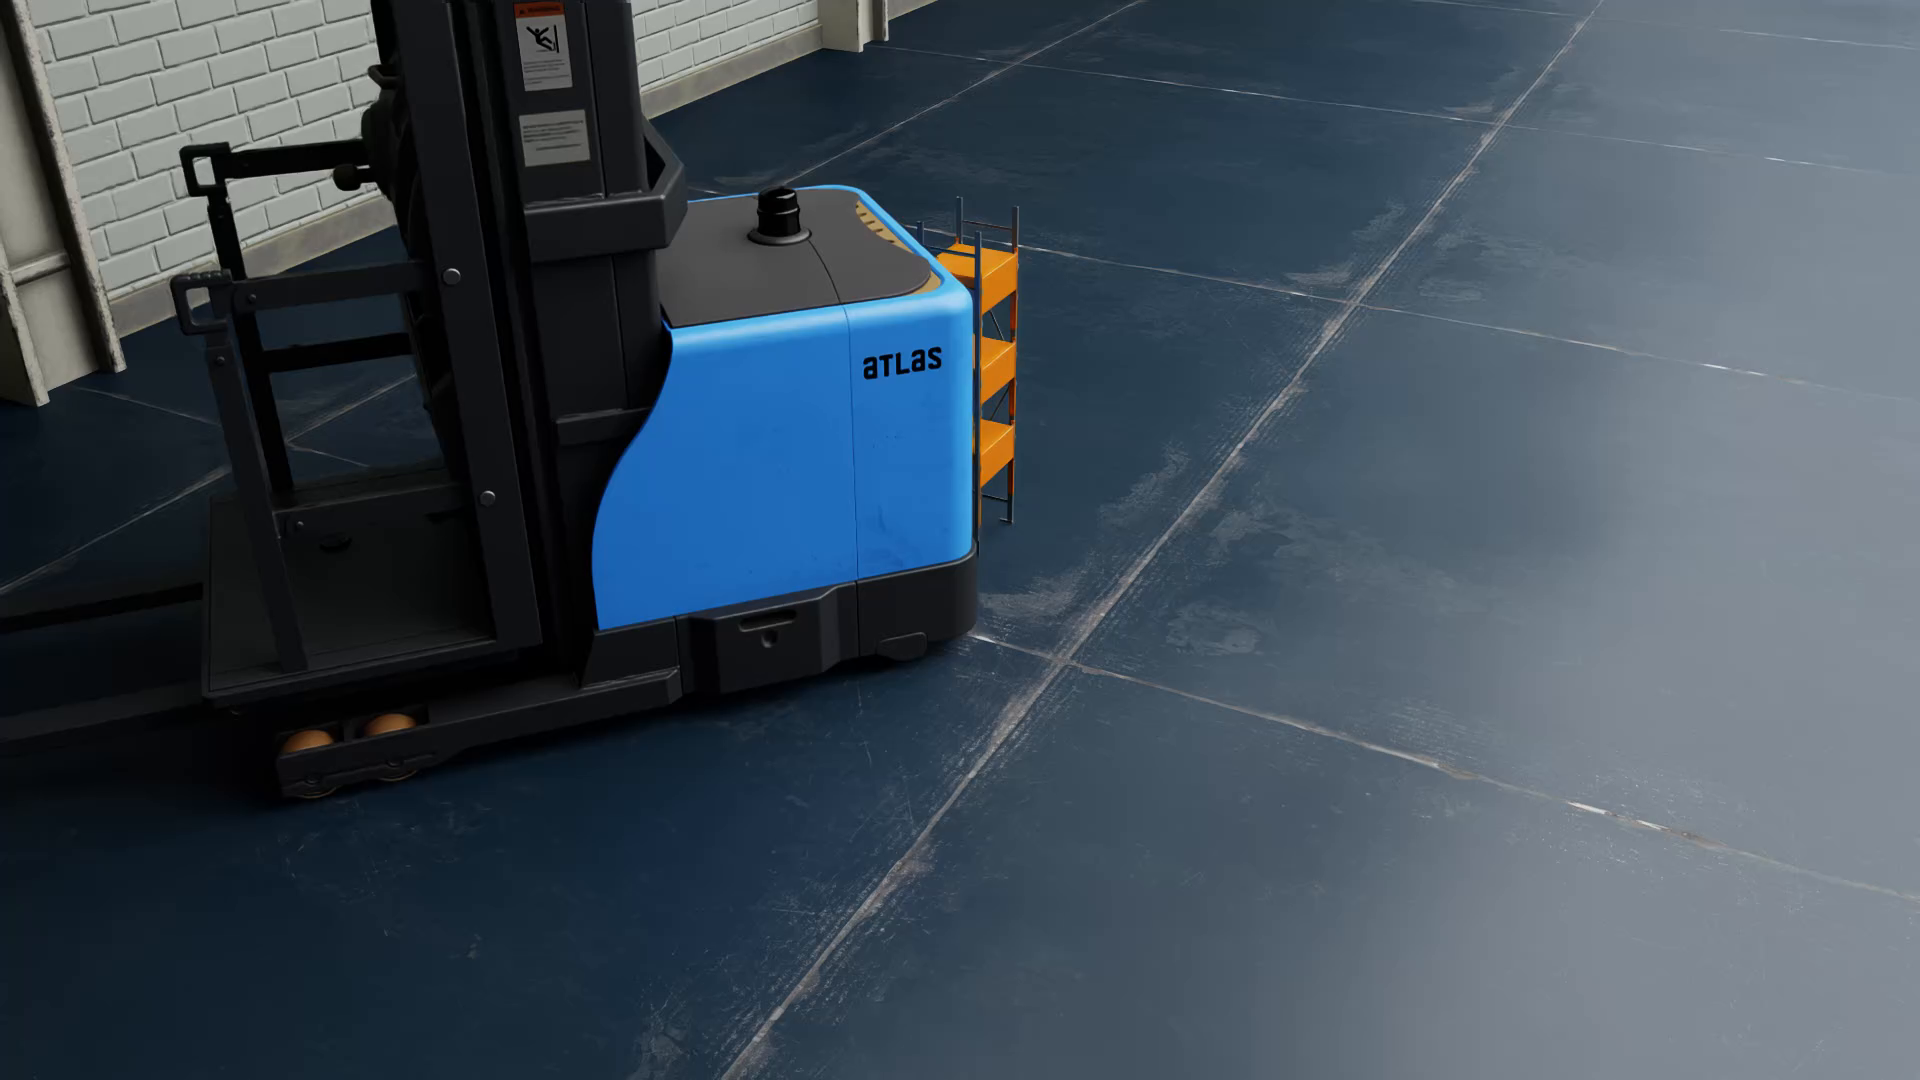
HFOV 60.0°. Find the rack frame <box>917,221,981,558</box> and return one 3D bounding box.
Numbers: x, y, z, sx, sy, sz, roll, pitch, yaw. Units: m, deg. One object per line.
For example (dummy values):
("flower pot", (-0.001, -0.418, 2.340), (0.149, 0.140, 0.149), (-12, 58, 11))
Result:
("rack frame", (-0.031, -0.425, 4.936), (0.200, 1.050, 0.008), (14, 33, 23))

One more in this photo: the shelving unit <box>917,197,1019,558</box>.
("shelving unit", (0.024, -0.479, 5.030), (0.215, 1.050, 0.252), (14, 33, 23))

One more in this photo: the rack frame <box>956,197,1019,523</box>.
("rack frame", (0.080, -0.533, 5.124), (0.200, 1.050, 0.008), (14, 33, 23))

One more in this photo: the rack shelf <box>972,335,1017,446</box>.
("rack shelf", (0.024, -0.470, 5.035), (0.215, 0.259, 0.240), (14, 33, 23))

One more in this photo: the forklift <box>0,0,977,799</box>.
("forklift", (-1.524, -0.927, 3.921), (3.031, 2.935, 1.130), (-11, 32, -18))

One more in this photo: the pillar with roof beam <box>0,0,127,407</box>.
("pillar with roof beam", (0.401, -3.535, 2.370), (9.100, 9.000, 0.400), (14, 33, 23))

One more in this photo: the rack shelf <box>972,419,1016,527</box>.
("rack shelf", (0.024, -0.229, 5.174), (0.215, 0.259, 0.240), (14, 33, 23))

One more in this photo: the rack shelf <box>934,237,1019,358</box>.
("rack shelf", (0.024, -0.716, 4.894), (0.215, 0.259, 0.240), (14, 33, 23))

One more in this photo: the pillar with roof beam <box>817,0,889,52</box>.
("pillar with roof beam", (3.134, -6.195, 7.002), (9.100, 9.000, 0.400), (14, 33, 23))
